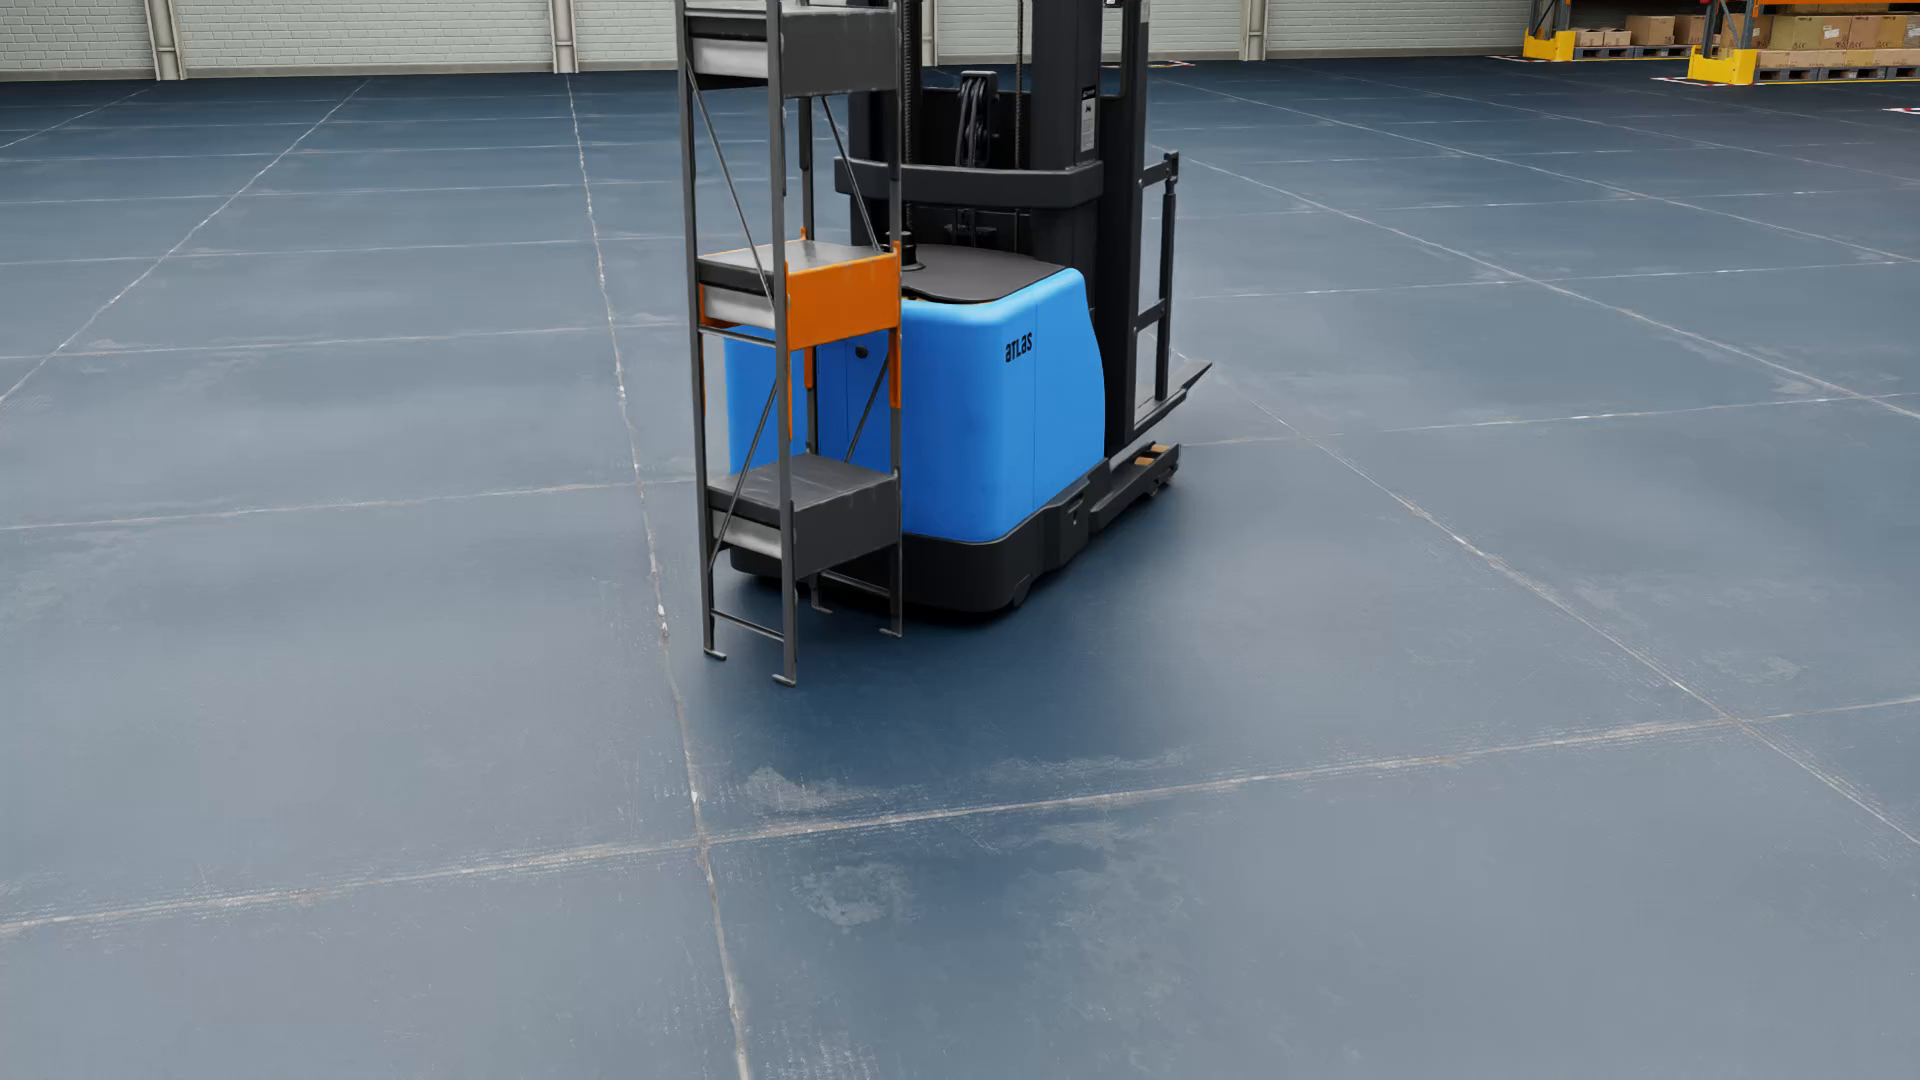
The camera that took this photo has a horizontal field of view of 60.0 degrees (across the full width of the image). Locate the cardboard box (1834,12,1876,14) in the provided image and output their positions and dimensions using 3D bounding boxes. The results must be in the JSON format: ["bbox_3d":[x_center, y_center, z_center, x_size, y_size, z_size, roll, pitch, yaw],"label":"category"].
[{"bbox_3d":[14.127,-8.055,26.240,0.500,0.500,0.500,-5,21,-12],"label":"cardboard box"}]

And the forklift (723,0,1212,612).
[{"bbox_3d":[0.268,-1.606,6.438,1.130,2.935,3.031,9,22,23],"label":"forklift"}]

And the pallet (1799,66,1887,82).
[{"bbox_3d":[13.651,-7.352,26.078,1.213,0.211,1.003,-5,21,-12],"label":"pallet"}]

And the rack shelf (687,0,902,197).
[{"bbox_3d":[-0.486,-1.297,4.795,0.431,0.518,0.480,16,25,37],"label":"rack shelf"}]

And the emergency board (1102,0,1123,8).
[{"bbox_3d":[2.817,-9.837,28.807,0.643,1.169,0.194,-5,21,-12],"label":"emergency board"}]

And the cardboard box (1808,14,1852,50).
[{"bbox_3d":[13.274,-7.802,25.549,0.500,0.500,0.500,-5,21,-12],"label":"cardboard box"}]

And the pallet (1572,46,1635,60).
[{"bbox_3d":[11.460,-8.899,30.300,1.213,0.211,1.003,-5,21,-12],"label":"pallet"}]

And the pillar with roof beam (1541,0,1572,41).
[{"bbox_3d":[12.060,-11.870,25.636,0.400,9.000,9.100,-5,21,-12],"label":"pillar with roof beam"}]

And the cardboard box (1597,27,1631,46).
[{"bbox_3d":[11.836,-9.163,30.238,0.500,0.311,0.500,-3,20,-8],"label":"cardboard box"}]

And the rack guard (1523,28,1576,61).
[{"bbox_3d":[10.662,-8.982,30.107,0.348,0.500,1.175,-5,21,-12],"label":"rack guard"}]

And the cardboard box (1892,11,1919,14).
[{"bbox_3d":[15.100,-8.134,26.457,0.500,0.500,0.500,-5,21,-12],"label":"cardboard box"}]

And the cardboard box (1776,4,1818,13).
[{"bbox_3d":[15.621,-9.951,31.023,0.500,0.250,0.500,-5,21,-14],"label":"cardboard box"}]

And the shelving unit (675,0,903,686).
[{"bbox_3d":[-0.493,-0.650,5.025,0.431,2.100,0.503,16,25,37],"label":"shelving unit"}]

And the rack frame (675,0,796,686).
[{"bbox_3d":[-0.649,-0.589,4.847,0.400,2.100,0.015,16,25,37],"label":"rack frame"}]

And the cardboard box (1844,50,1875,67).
[{"bbox_3d":[13.764,-7.484,25.771,0.500,0.250,0.500,-5,21,-12],"label":"cardboard box"}]

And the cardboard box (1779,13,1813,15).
[{"bbox_3d":[13.154,-7.976,26.024,0.500,0.500,0.500,-5,21,-12],"label":"cardboard box"}]

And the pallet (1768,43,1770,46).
[{"bbox_3d":[15.238,-9.219,31.174,1.213,0.211,1.003,-5,21,-12],"label":"pallet"}]

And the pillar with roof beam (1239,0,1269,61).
[{"bbox_3d":[6.221,-11.395,24.340,0.400,9.000,9.100,-5,21,-12],"label":"pillar with roof beam"}]

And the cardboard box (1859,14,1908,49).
[{"bbox_3d":[14.248,-7.880,25.762,0.500,0.500,0.500,-5,21,-12],"label":"cardboard box"}]

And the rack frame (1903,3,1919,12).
[{"bbox_3d":[18.373,-10.783,31.389,0.127,3.000,1.000,-5,21,-12],"label":"rack frame"}]

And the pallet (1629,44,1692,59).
[{"bbox_3d":[12.645,-8.994,30.560,1.213,0.211,1.003,-5,21,-12],"label":"pallet"}]

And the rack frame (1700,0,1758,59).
[{"bbox_3d":[11.731,-8.492,25.135,0.127,3.000,1.000,-5,21,-12],"label":"rack frame"}]

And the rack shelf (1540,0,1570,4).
[{"bbox_3d":[12.534,-9.970,30.216,4.000,0.370,1.077,-5,21,-12],"label":"rack shelf"}]

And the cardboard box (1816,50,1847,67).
[{"bbox_3d":[13.277,-7.446,25.667,0.500,0.250,0.500,-5,21,-12],"label":"cardboard box"}]

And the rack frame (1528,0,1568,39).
[{"bbox_3d":[10.588,-10.149,29.661,0.127,3.000,1.000,-5,21,-12],"label":"rack frame"}]

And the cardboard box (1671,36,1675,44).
[{"bbox_3d":[12.919,-9.214,30.612,0.250,0.149,0.380,-6,21,-17],"label":"cardboard box"}]

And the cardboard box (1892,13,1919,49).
[{"bbox_3d":[14.734,-7.921,25.873,0.500,0.500,0.500,-5,21,-12],"label":"cardboard box"}]

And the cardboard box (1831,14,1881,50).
[{"bbox_3d":[13.765,-7.836,25.641,0.500,0.500,0.500,-5,21,-12],"label":"cardboard box"}]

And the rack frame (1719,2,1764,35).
[{"bbox_3d":[14.480,-10.466,30.525,0.127,3.000,1.000,-5,21,-12],"label":"rack frame"}]

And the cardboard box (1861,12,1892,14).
[{"bbox_3d":[14.616,-8.092,26.341,0.500,0.500,0.500,-5,21,-12],"label":"cardboard box"}]

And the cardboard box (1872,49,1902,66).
[{"bbox_3d":[14.251,-7.524,25.879,0.500,0.250,0.500,-5,21,-12],"label":"cardboard box"}]

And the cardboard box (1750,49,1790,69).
[{"bbox_3d":[12.304,-7.366,25.448,0.500,0.250,0.500,-5,21,-12],"label":"cardboard box"}]

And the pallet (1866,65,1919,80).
[{"bbox_3d":[14.840,-7.450,26.345,1.213,0.211,1.003,-5,21,-12],"label":"pallet"}]

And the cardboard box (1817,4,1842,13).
[{"bbox_3d":[16.126,-9.993,31.138,0.500,0.250,0.500,-5,21,-14],"label":"cardboard box"}]

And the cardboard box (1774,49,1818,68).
[{"bbox_3d":[12.790,-7.406,25.559,0.500,0.250,0.500,-5,21,-12],"label":"cardboard box"}]

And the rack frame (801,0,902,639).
[{"bbox_3d":[-0.337,-0.711,5.202,0.400,2.100,0.015,16,25,37],"label":"rack frame"}]

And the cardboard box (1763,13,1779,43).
[{"bbox_3d":[15.193,-9.563,31.053,0.500,0.500,0.700,-4,20,-11],"label":"cardboard box"}]

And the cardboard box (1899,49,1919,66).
[{"bbox_3d":[14.734,-7.568,26.001,0.500,0.250,0.500,-5,21,-12],"label":"cardboard box"}]

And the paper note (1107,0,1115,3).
[{"bbox_3d":[2.629,-9.432,28.983,0.142,0.148,0.016,-5,21,-12],"label":"paper note"}]

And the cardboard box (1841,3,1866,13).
[{"bbox_3d":[16.616,-10.027,31.230,0.500,0.250,0.500,-5,21,-13],"label":"cardboard box"}]

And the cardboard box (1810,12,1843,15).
[{"bbox_3d":[13.641,-8.015,26.131,0.500,0.500,0.500,-5,21,-12],"label":"cardboard box"}]

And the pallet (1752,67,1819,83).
[{"bbox_3d":[12.466,-7.257,25.818,1.213,0.211,1.003,-5,21,-12],"label":"pallet"}]

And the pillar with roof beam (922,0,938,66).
[{"bbox_3d":[0.382,-10.920,23.044,0.400,9.000,9.100,-5,21,-12],"label":"pillar with roof beam"}]

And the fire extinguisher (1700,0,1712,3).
[{"bbox_3d":[11.509,-8.601,25.547,0.183,0.674,0.296,-5,21,-12],"label":"fire extinguisher"}]

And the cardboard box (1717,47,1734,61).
[{"bbox_3d":[12.185,-7.539,25.921,0.500,0.250,0.500,-5,21,-12],"label":"cardboard box"}]

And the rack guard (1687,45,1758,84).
[{"bbox_3d":[11.708,-7.316,25.559,0.348,0.500,1.175,-5,21,-12],"label":"rack guard"}]

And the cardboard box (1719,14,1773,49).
[{"bbox_3d":[12.185,-7.892,25.794,0.500,0.500,0.500,-5,21,-12],"label":"cardboard box"}]

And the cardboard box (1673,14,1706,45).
[{"bbox_3d":[13.479,-9.403,30.618,0.500,0.500,0.500,-6,21,-17],"label":"cardboard box"}]

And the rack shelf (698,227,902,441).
[{"bbox_3d":[-0.493,-0.637,5.029,0.431,0.518,0.480,16,25,37],"label":"rack shelf"}]

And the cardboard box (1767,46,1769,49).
[{"bbox_3d":[12.669,-7.583,26.040,0.500,0.250,0.500,-5,21,-12],"label":"cardboard box"}]

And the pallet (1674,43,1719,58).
[{"bbox_3d":[13.835,-9.092,30.827,1.213,0.211,1.003,-5,21,-12],"label":"pallet"}]

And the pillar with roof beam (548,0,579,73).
[{"bbox_3d":[-5.457,-10.446,21.747,0.400,9.000,9.100,-5,21,-12],"label":"pillar with roof beam"}]

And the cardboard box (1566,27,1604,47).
[{"bbox_3d":[11.282,-9.118,30.115,0.500,0.311,0.500,-7,21,-19],"label":"cardboard box"}]

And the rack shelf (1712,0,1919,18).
[{"bbox_3d":[13.677,-8.312,25.691,4.000,0.370,1.077,-5,21,-12],"label":"rack shelf"}]

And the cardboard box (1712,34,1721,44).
[{"bbox_3d":[13.967,-9.290,30.793,0.250,0.166,0.380,-7,21,-20],"label":"cardboard box"}]

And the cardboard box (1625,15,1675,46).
[{"bbox_3d":[12.562,-9.293,30.318,0.500,0.500,0.700,-6,21,-16],"label":"cardboard box"}]

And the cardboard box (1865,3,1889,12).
[{"bbox_3d":[17.115,-10.069,31.345,0.500,0.250,0.500,-4,21,-11],"label":"cardboard box"}]

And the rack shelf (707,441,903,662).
[{"bbox_3d":[-0.500,0.023,5.263,0.431,0.518,0.480,16,25,37],"label":"rack shelf"}]

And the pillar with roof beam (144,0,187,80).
[{"bbox_3d":[-11.296,-9.971,20.451,0.400,9.000,9.100,-5,21,-12],"label":"pillar with roof beam"}]

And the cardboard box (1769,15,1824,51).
[{"bbox_3d":[12.790,-7.758,25.429,0.500,0.500,0.500,-5,21,-12],"label":"cardboard box"}]
